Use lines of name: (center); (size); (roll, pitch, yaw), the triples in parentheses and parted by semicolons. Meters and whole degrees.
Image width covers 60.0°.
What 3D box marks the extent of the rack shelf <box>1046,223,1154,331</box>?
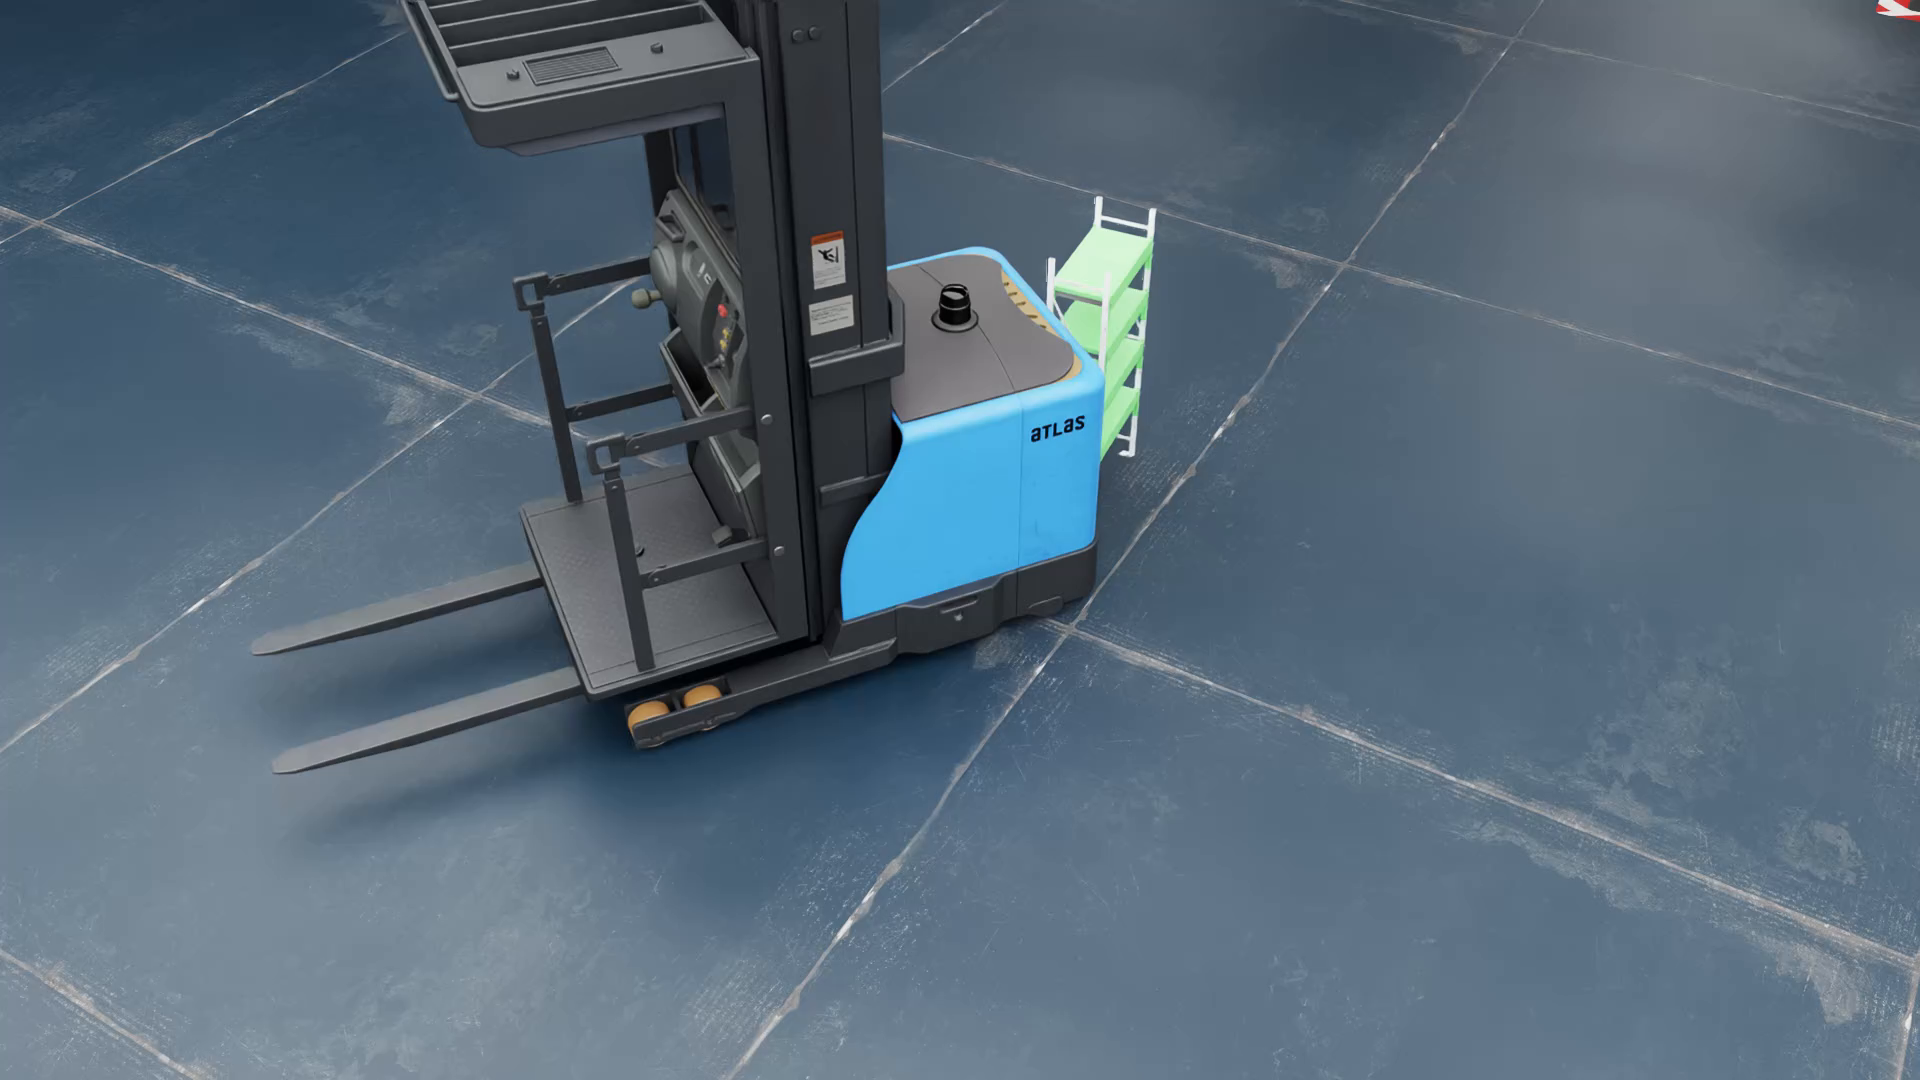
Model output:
rack shelf: (0.538, -1.011, 6.361); (0.258, 0.148, 0.480); (17, 44, 18)

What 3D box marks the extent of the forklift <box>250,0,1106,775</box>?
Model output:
forklift: (-1.037, -0.763, 5.399); (3.031, 2.935, 1.130); (-16, 44, -18)

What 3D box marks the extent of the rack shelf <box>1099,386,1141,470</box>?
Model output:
rack shelf: (0.538, -0.471, 6.836); (0.258, 0.148, 0.480); (17, 44, 18)

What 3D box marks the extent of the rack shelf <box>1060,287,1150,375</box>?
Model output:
rack shelf: (0.538, -0.831, 6.519); (0.258, 0.148, 0.480); (17, 44, 18)

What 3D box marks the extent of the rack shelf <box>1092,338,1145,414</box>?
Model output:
rack shelf: (0.538, -0.651, 6.678); (0.258, 0.148, 0.480); (17, 44, 18)

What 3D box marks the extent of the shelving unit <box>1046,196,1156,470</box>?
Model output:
shelving unit: (0.538, -0.699, 6.636); (0.258, 1.200, 0.503); (17, 44, 18)

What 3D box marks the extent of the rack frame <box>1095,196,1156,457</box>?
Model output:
rack frame: (0.639, -0.846, 6.802); (0.240, 1.200, 0.015); (17, 44, 18)

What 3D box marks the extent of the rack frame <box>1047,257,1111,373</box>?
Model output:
rack frame: (0.438, -0.552, 6.469); (0.240, 1.200, 0.015); (17, 44, 18)
